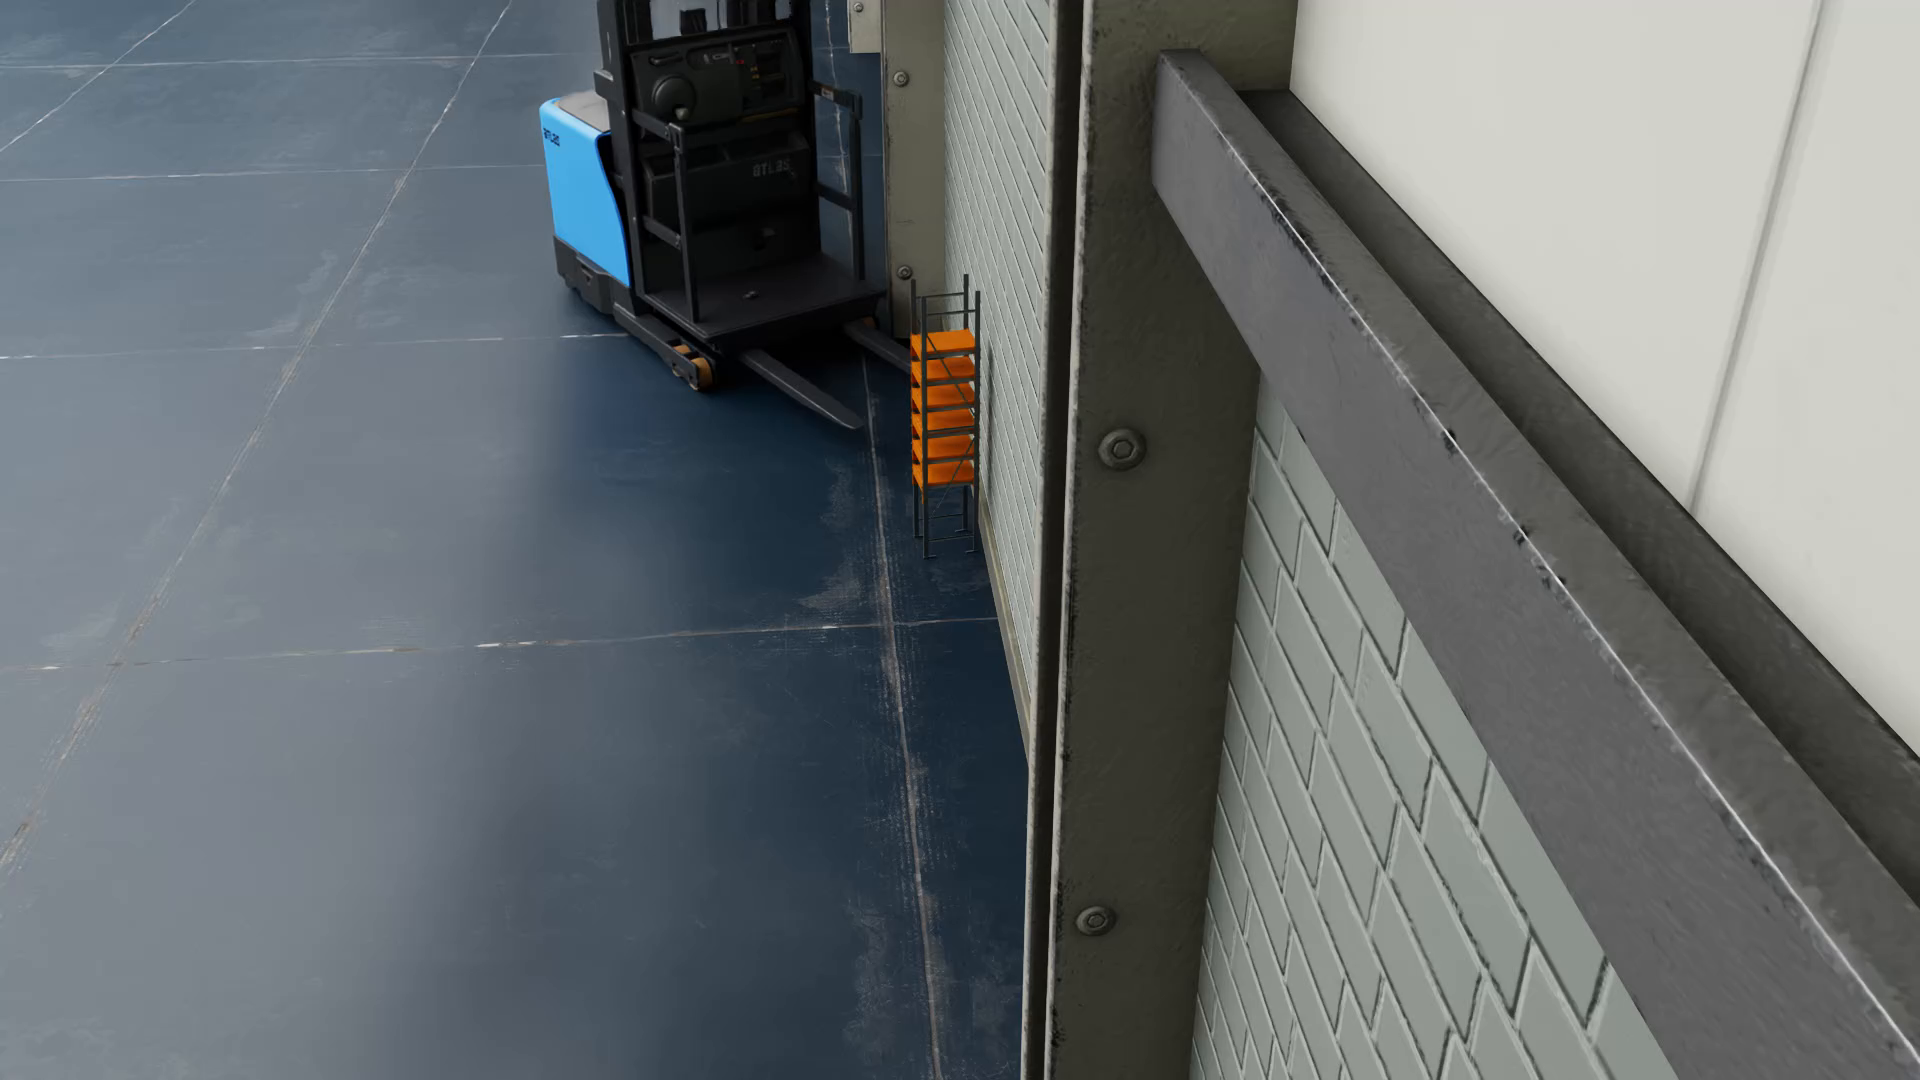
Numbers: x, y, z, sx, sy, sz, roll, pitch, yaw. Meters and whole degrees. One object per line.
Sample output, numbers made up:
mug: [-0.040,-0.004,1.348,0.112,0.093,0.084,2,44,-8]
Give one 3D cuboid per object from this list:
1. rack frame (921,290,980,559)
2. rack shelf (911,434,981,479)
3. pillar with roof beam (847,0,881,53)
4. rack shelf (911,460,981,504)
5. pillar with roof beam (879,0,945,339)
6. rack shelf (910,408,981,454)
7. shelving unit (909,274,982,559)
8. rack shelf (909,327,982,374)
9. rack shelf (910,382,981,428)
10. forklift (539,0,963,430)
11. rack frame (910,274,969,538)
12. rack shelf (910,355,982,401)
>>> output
rack frame: [-0.037,-0.453,6.836,0.240,1.200,0.006,-7,32,-12]
rack shelf: [-0.061,-0.356,6.996,0.258,0.103,0.180,-7,32,-12]
pillar with roof beam: [-5.089,-7.930,11.750,9.100,9.000,0.400,-3,31,-5]
rack shelf: [-0.061,-0.253,7.057,0.258,0.103,0.180,-7,32,-12]
pillar with roof beam: [-4.529,-4.866,6.622,9.100,9.000,0.400,-3,31,-5]
rack shelf: [-0.060,-0.460,6.935,0.258,0.103,0.180,-7,32,-12]
shelving unit: [-0.060,-0.498,6.912,0.258,1.200,0.189,-7,32,-12]
rack shelf: [-0.060,-0.769,6.751,0.258,0.103,0.180,-7,32,-12]
rack shelf: [-0.060,-0.563,6.874,0.258,0.103,0.180,-7,32,-12]
forklift: [-1.093,-2.310,8.260,1.130,2.935,3.031,-20,36,-30]
rack frame: [-0.083,-0.543,6.988,0.240,1.200,0.006,-7,32,-12]
rack shelf: [-0.060,-0.666,6.812,0.258,0.103,0.180,-7,32,-12]
